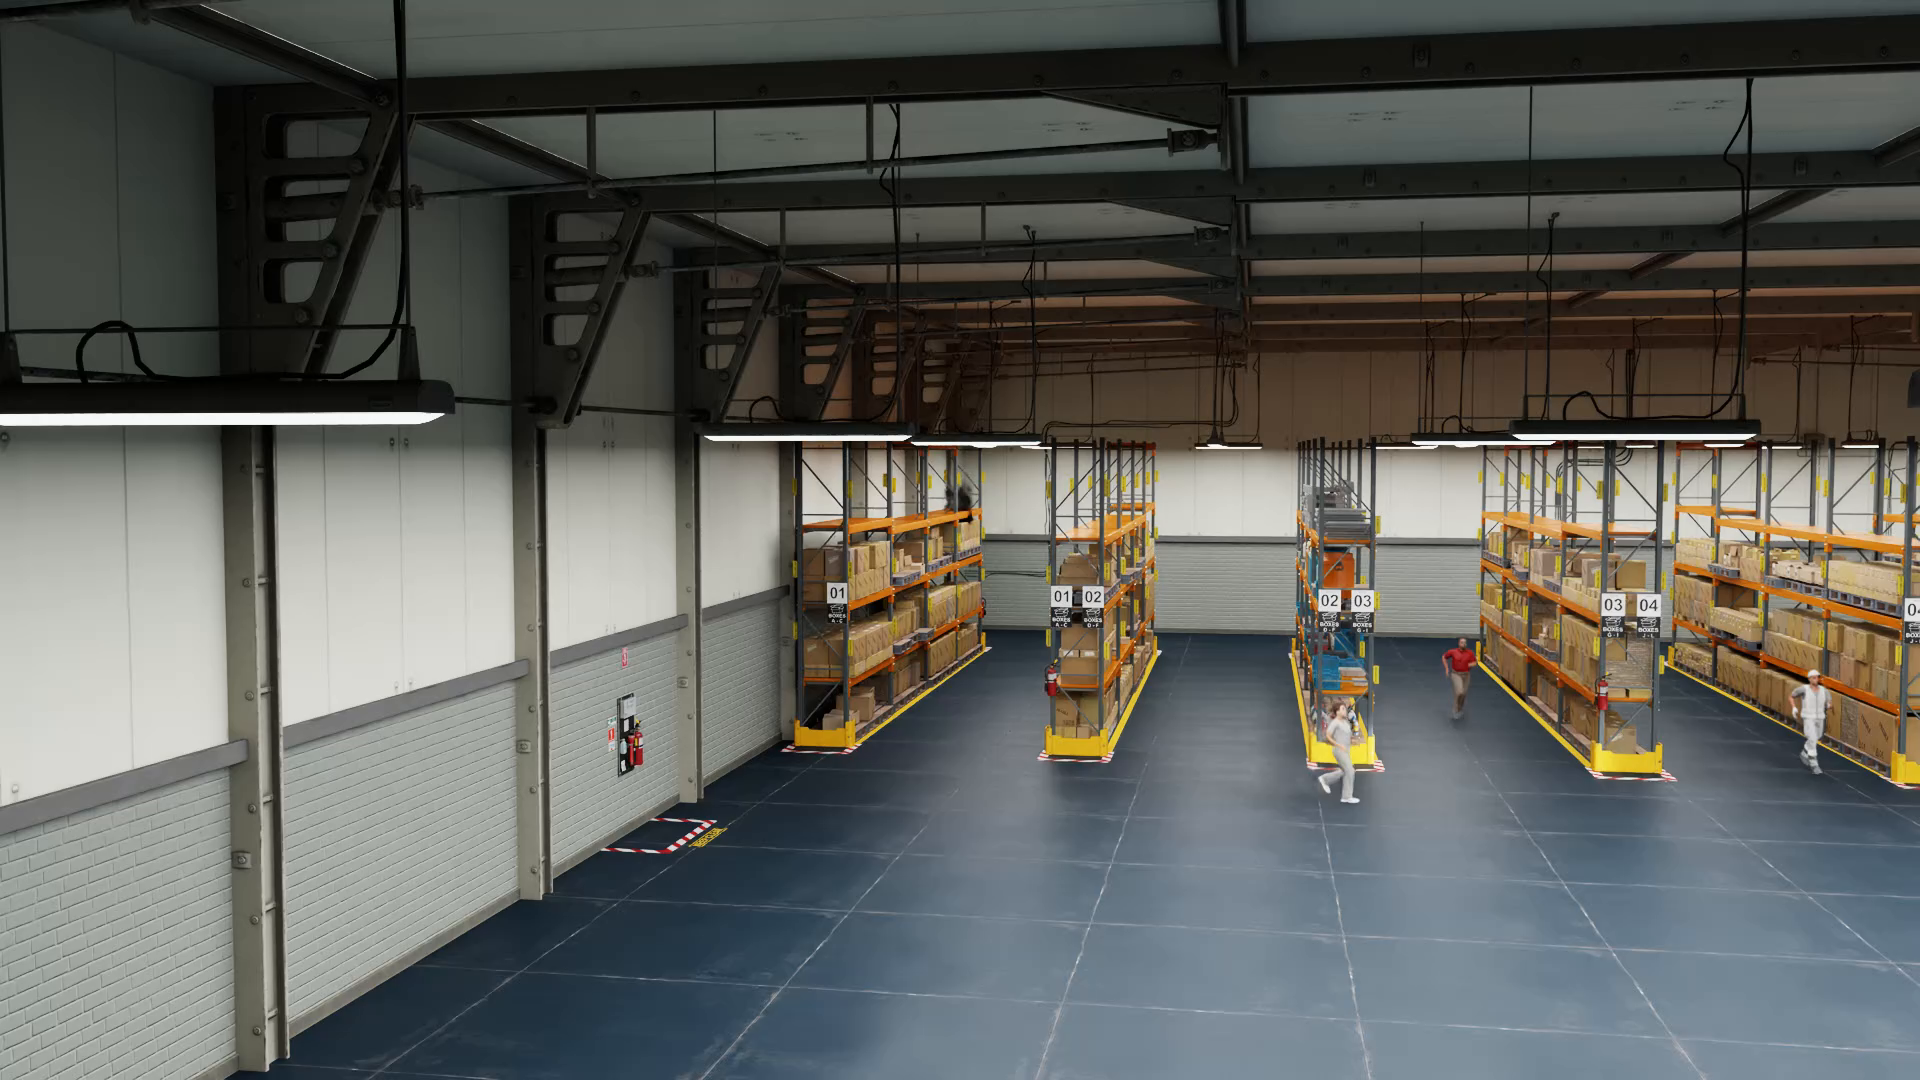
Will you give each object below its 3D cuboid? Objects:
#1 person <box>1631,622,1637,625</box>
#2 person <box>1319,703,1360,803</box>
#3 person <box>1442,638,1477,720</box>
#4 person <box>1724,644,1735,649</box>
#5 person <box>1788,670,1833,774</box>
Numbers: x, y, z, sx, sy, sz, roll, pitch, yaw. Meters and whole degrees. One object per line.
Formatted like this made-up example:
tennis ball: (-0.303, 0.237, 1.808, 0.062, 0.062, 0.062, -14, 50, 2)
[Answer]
person: (17.300, 2.594, 42.101, 0.700, 1.828, 0.859, 1, 3, 18)
person: (6.188, 3.465, 27.197, 0.734, 1.625, 0.569, 2, 4, 35)
person: (10.755, 2.984, 35.674, 0.643, 1.780, 0.704, 0, 3, -7)
person: (20.827, 2.452, 45.554, 1.008, 1.733, 0.801, -2, 4, -40)
person: (15.274, 3.222, 29.793, 0.663, 1.798, 0.916, 0, 3, -1)
